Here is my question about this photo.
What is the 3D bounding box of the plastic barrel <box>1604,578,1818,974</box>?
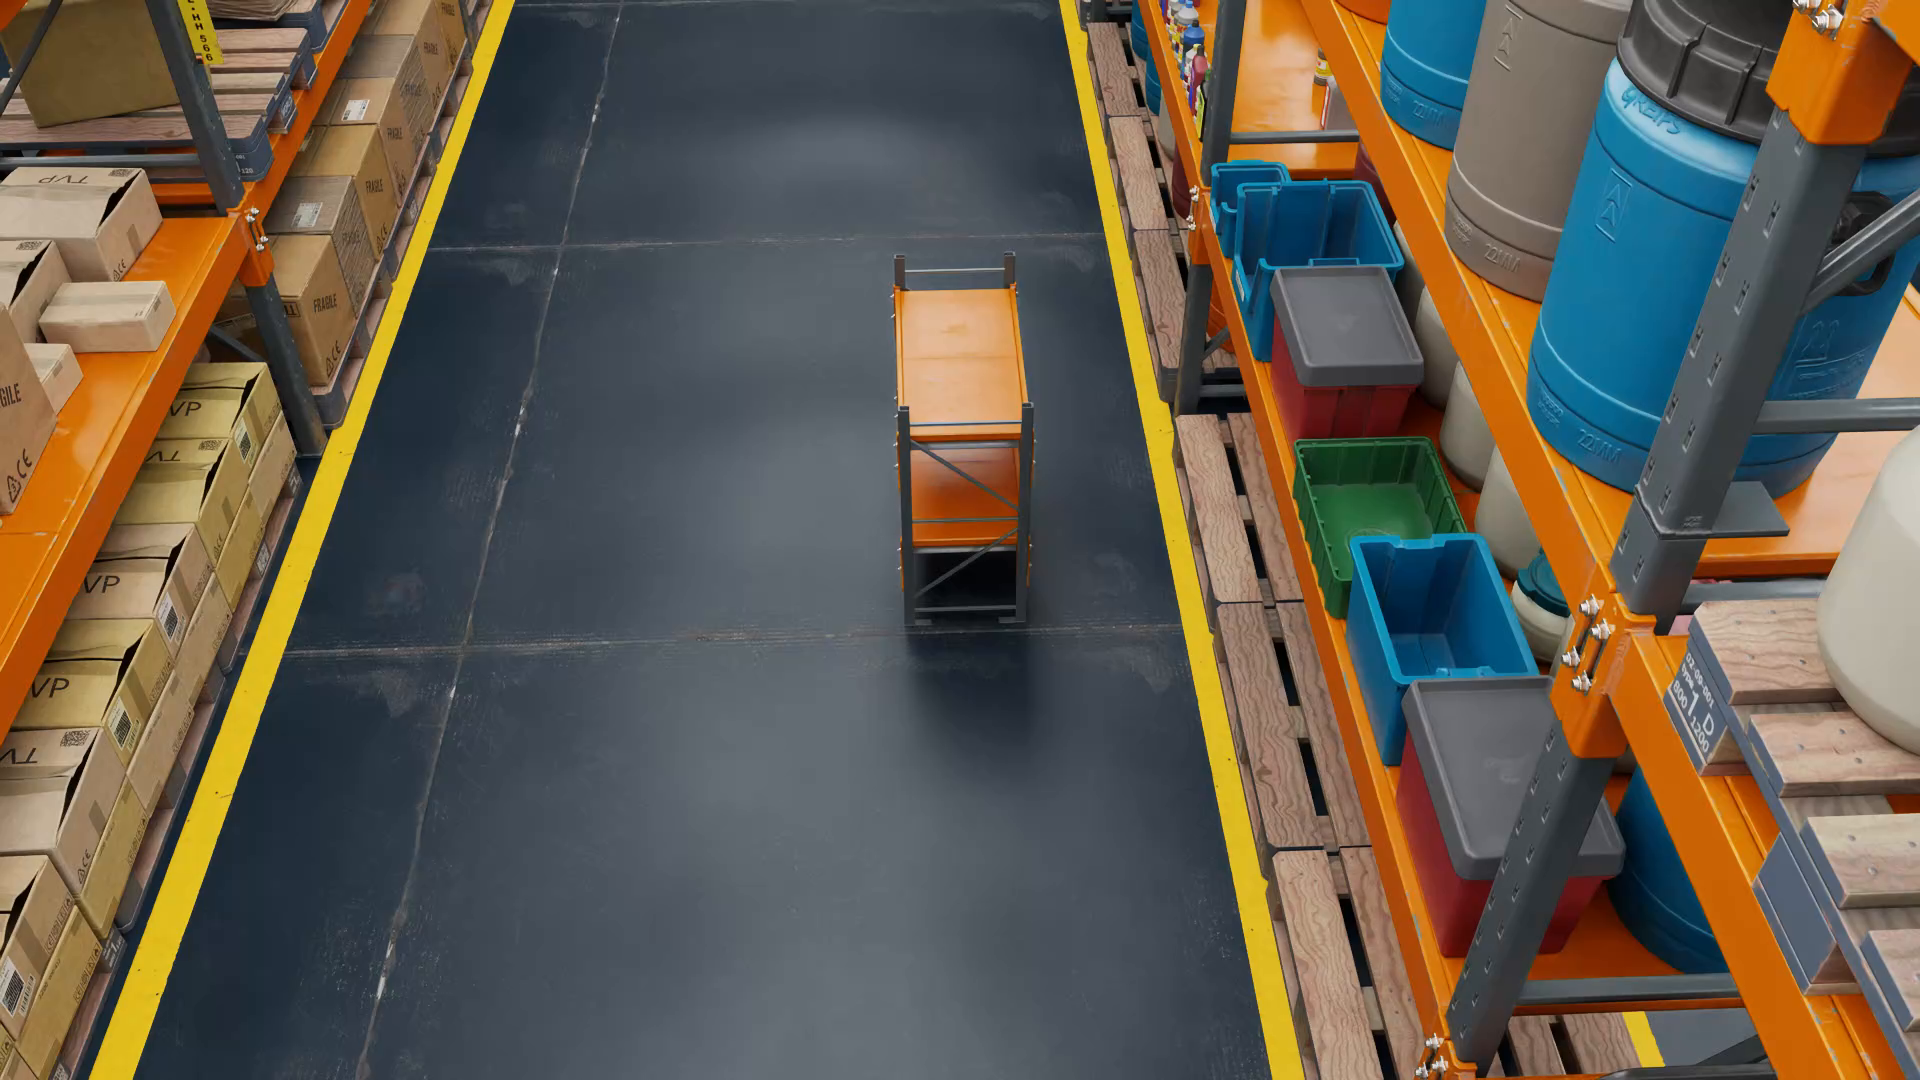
[{"bbox_3d":[1.963,0.595,4.010,0.600,0.901,0.708,-2,43,-2],"label":"plastic barrel"}]

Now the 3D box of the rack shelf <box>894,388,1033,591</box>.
[{"bbox_3d":[0.000,-0.239,7.040,0.538,0.278,1.000,-2,43,-2],"label":"rack shelf"}]

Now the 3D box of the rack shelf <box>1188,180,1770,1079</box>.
[{"bbox_3d":[1.592,-0.036,5.602,1.077,0.370,4.000,-2,43,-2],"label":"rack shelf"}]

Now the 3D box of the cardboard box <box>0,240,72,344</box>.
[{"bbox_3d":[-3.597,-0.869,6.044,0.500,0.311,0.500,-2,43,-2],"label":"cardboard box"}]

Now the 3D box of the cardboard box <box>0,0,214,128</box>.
[{"bbox_3d":[-3.581,-2.125,6.964,0.700,0.500,0.500,-15,45,-16],"label":"cardboard box"}]

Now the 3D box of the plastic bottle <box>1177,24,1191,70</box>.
[{"bbox_3d":[1.055,-2.270,7.654,0.097,0.201,0.097,0,43,0],"label":"plastic bottle"}]

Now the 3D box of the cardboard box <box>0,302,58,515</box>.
[{"bbox_3d":[-3.354,-0.416,5.410,0.500,0.500,0.500,-4,43,-4],"label":"cardboard box"}]

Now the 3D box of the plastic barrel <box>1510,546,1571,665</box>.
[{"bbox_3d":[1.774,0.202,4.912,0.301,0.262,0.301,0,43,0],"label":"plastic barrel"}]

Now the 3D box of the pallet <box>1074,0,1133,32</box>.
[{"bbox_3d":[1.267,-3.819,11.260,1.003,0.211,1.213,-2,43,-2],"label":"pallet"}]

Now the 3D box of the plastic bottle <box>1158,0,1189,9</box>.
[{"bbox_3d":[1.050,-2.774,8.093,0.144,0.351,0.185,-2,43,-2],"label":"plastic bottle"}]

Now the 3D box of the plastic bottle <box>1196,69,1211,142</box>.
[{"bbox_3d":[1.064,-1.869,7.155,0.061,0.283,0.133,-2,43,-2],"label":"plastic bottle"}]

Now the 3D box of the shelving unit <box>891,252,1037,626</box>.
[{"bbox_3d":[0.000,-0.419,6.875,0.538,1.125,1.048,-2,43,-2],"label":"shelving unit"}]

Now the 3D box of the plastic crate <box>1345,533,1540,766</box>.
[{"bbox_3d":[1.320,0.319,4.694,0.392,0.384,0.575,-2,43,-2],"label":"plastic crate"}]

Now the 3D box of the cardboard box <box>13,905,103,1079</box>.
[{"bbox_3d":[-3.062,1.423,5.202,0.500,0.250,0.500,-1,43,-1],"label":"cardboard box"}]

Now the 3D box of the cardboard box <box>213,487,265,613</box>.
[{"bbox_3d":[-3.150,0.043,6.707,0.500,0.250,0.500,-2,43,-2],"label":"cardboard box"}]

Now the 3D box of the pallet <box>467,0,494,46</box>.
[{"bbox_3d":[-3.640,-3.648,11.073,1.003,0.211,1.213,-2,43,-2],"label":"pallet"}]

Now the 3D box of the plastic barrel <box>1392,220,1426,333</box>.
[{"bbox_3d":[1.764,-1.004,6.043,0.421,0.512,0.421,0,43,0],"label":"plastic barrel"}]

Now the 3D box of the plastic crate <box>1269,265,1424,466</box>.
[{"bbox_3d":[1.270,-0.575,5.610,0.402,0.464,0.583,-2,43,-2],"label":"plastic crate"}]

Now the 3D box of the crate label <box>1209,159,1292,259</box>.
[{"bbox_3d":[1.151,-1.294,6.566,0.303,0.233,0.416,-2,43,-2],"label":"crate label"}]

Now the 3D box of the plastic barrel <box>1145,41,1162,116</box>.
[{"bbox_3d":[1.374,-2.887,9.422,0.600,0.901,0.708,-2,43,-2],"label":"plastic barrel"}]

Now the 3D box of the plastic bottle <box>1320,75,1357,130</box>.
[{"bbox_3d":[1.660,-1.902,7.197,0.152,0.276,0.135,-2,43,-2],"label":"plastic bottle"}]

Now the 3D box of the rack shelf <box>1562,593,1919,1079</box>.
[{"bbox_3d":[1.762,1.559,1.642,1.077,0.370,4.000,-2,43,-2],"label":"rack shelf"}]

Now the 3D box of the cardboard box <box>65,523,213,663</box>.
[{"bbox_3d":[-3.126,0.179,6.144,0.500,0.311,0.500,-2,43,-2],"label":"cardboard box"}]

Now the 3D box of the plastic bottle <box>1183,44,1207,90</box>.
[{"bbox_3d":[1.063,-2.139,7.510,0.097,0.201,0.097,0,43,0],"label":"plastic bottle"}]

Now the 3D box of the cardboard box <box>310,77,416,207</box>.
[{"bbox_3d":[-3.247,-2.112,8.859,0.500,0.500,0.500,-3,43,-3],"label":"cardboard box"}]

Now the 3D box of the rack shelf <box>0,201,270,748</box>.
[{"bbox_3d":[-3.357,0.104,5.449,1.077,0.370,4.000,-2,43,-2],"label":"rack shelf"}]

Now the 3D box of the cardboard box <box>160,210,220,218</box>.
[{"bbox_3d":[-3.723,-1.691,7.845,0.500,0.250,0.500,0,43,0],"label":"cardboard box"}]

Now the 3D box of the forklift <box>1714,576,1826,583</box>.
[{"bbox_3d":[3.200,-1.773,7.015,1.130,2.935,3.031,6,43,6],"label":"forklift"}]

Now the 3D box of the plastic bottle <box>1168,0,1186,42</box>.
[{"bbox_3d":[1.043,-2.467,7.869,0.097,0.201,0.097,0,43,0],"label":"plastic bottle"}]

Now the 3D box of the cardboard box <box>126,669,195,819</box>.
[{"bbox_3d":[-3.107,0.730,5.958,0.500,0.250,0.500,-1,43,-1],"label":"cardboard box"}]

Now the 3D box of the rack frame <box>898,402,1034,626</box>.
[{"bbox_3d":[0.021,-0.076,6.500,0.500,1.125,0.032,-2,43,-2],"label":"rack frame"}]

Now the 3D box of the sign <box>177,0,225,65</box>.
[{"bbox_3d":[-2.887,-1.957,6.308,0.100,0.325,0.005,-2,43,-2],"label":"sign"}]

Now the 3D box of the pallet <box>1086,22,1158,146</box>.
[{"bbox_3d":[1.329,-2.801,10.150,1.003,0.211,1.213,-2,43,-2],"label":"pallet"}]

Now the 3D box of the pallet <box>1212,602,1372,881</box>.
[{"bbox_3d":[1.550,0.722,6.306,1.003,0.211,1.213,-2,43,-2],"label":"pallet"}]

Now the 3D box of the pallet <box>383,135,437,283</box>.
[{"bbox_3d":[-3.484,-1.810,9.069,1.003,0.211,1.213,-2,43,-2],"label":"pallet"}]

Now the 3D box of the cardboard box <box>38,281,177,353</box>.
[{"bbox_3d":[-3.127,-0.820,6.110,0.380,0.149,0.250,-2,43,-2],"label":"cardboard box"}]

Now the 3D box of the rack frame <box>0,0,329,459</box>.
[{"bbox_3d":[-3.442,-1.512,6.679,1.000,3.000,0.127,-2,43,-2],"label":"rack frame"}]

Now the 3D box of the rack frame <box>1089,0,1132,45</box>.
[{"bbox_3d":[1.337,-4.352,9.778,1.000,3.000,0.127,-2,43,-2],"label":"rack frame"}]

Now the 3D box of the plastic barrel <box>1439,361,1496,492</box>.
[{"bbox_3d":[1.806,-0.440,5.410,0.433,0.535,0.433,0,43,0],"label":"plastic barrel"}]

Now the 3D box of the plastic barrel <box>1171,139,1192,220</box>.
[{"bbox_3d":[1.422,-2.009,8.696,0.600,0.588,0.708,-2,43,-2],"label":"plastic barrel"}]

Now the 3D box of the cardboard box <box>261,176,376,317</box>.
[{"bbox_3d":[-3.203,-1.421,8.105,0.500,0.500,0.500,-3,43,-3],"label":"cardboard box"}]

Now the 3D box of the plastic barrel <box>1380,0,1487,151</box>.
[{"bbox_3d":[1.383,-1.462,4.034,0.600,0.901,0.708,-2,43,-2],"label":"plastic barrel"}]

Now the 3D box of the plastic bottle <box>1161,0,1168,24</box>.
[{"bbox_3d":[1.015,-2.641,7.997,0.061,0.283,0.133,-2,43,-2],"label":"plastic bottle"}]

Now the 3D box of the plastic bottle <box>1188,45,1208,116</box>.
[{"bbox_3d":[1.054,-2.025,7.325,0.061,0.283,0.133,-2,43,-2],"label":"plastic bottle"}]

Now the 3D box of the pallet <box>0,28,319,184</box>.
[{"bbox_3d":[-3.541,-1.896,7.241,1.213,0.211,1.003,-2,43,-2],"label":"pallet"}]

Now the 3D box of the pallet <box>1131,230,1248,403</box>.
[{"bbox_3d":[1.432,-1.154,8.353,1.003,0.211,1.213,-2,43,-2],"label":"pallet"}]

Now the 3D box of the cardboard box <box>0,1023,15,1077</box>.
[{"bbox_3d":[-3.041,1.555,4.643,0.500,0.311,0.500,-2,43,-2],"label":"cardboard box"}]

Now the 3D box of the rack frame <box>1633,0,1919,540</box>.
[{"bbox_3d":[1.677,-1.162,1.858,1.000,3.000,0.127,-2,43,-2],"label":"rack frame"}]

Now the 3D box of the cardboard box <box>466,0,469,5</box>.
[{"bbox_3d":[-3.413,-3.673,10.701,0.500,0.311,0.500,-2,43,-2],"label":"cardboard box"}]

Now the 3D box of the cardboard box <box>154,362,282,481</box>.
[{"bbox_3d":[-3.173,-0.513,6.899,0.500,0.311,0.500,-1,43,-1],"label":"cardboard box"}]

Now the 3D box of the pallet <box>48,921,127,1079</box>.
[{"bbox_3d":[-3.342,1.720,5.217,1.003,0.211,1.213,-2,43,-2],"label":"pallet"}]

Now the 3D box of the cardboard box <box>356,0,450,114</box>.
[{"bbox_3d":[-3.292,-2.794,9.602,0.500,0.500,0.500,-2,43,-2],"label":"cardboard box"}]

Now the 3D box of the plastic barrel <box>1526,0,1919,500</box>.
[{"bbox_3d":[1.439,-0.578,3.070,0.600,0.901,0.708,-2,43,-2],"label":"plastic barrel"}]

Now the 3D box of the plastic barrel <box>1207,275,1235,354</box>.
[{"bbox_3d":[1.470,-1.336,7.783,0.600,0.830,0.708,-2,43,-2],"label":"plastic barrel"}]

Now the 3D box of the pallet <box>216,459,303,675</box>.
[{"bbox_3d":[-3.446,0.073,7.014,1.003,0.211,1.213,-2,43,-2],"label":"pallet"}]

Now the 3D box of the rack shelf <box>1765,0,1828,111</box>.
[{"bbox_3d":[1.592,-2.100,3.710,1.077,0.370,4.000,-2,43,-2],"label":"rack shelf"}]

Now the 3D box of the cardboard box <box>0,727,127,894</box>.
[{"bbox_3d":[-3.080,0.867,5.393,0.500,0.311,0.500,-3,43,-3],"label":"cardboard box"}]
